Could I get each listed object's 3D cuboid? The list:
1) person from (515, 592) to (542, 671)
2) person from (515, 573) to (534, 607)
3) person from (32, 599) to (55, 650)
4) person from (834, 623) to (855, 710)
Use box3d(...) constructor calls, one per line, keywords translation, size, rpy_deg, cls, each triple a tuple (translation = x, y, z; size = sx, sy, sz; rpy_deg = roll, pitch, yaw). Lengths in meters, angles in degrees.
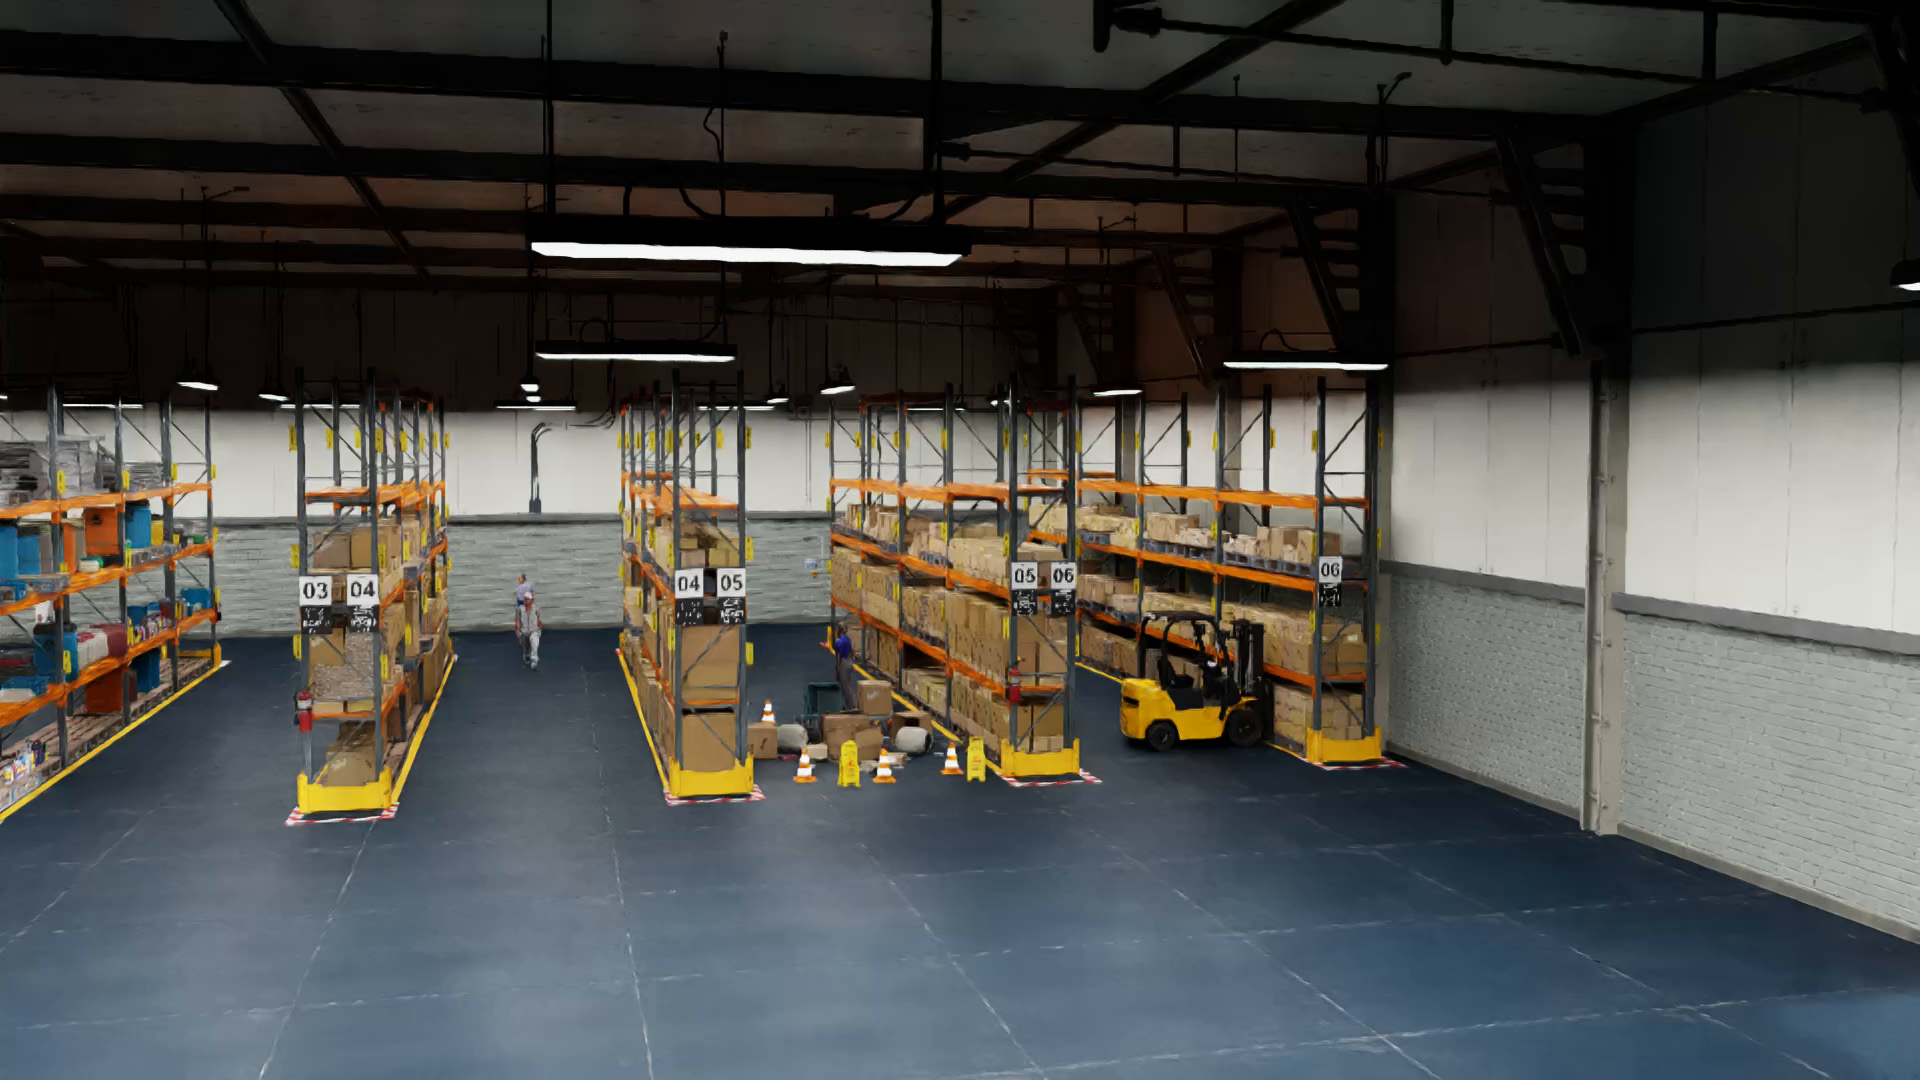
box3d(translation=(-9.400, 1.973, 36.214), size=(0.553, 1.709, 1.123), rpy_deg=(-1, 3, -12), cls="person")
box3d(translation=(-11.062, 1.652, 42.519), size=(0.552, 1.640, 0.524), rpy_deg=(2, 4, 24), cls="person")
box3d(translation=(-21.715, 1.737, 39.636), size=(0.616, 1.771, 0.782), rpy_deg=(2, 4, 27), cls="person")
box3d(translation=(-2.161, 2.344, 30.471), size=(0.551, 1.653, 0.573), rpy_deg=(1, 4, 13), cls="person")
